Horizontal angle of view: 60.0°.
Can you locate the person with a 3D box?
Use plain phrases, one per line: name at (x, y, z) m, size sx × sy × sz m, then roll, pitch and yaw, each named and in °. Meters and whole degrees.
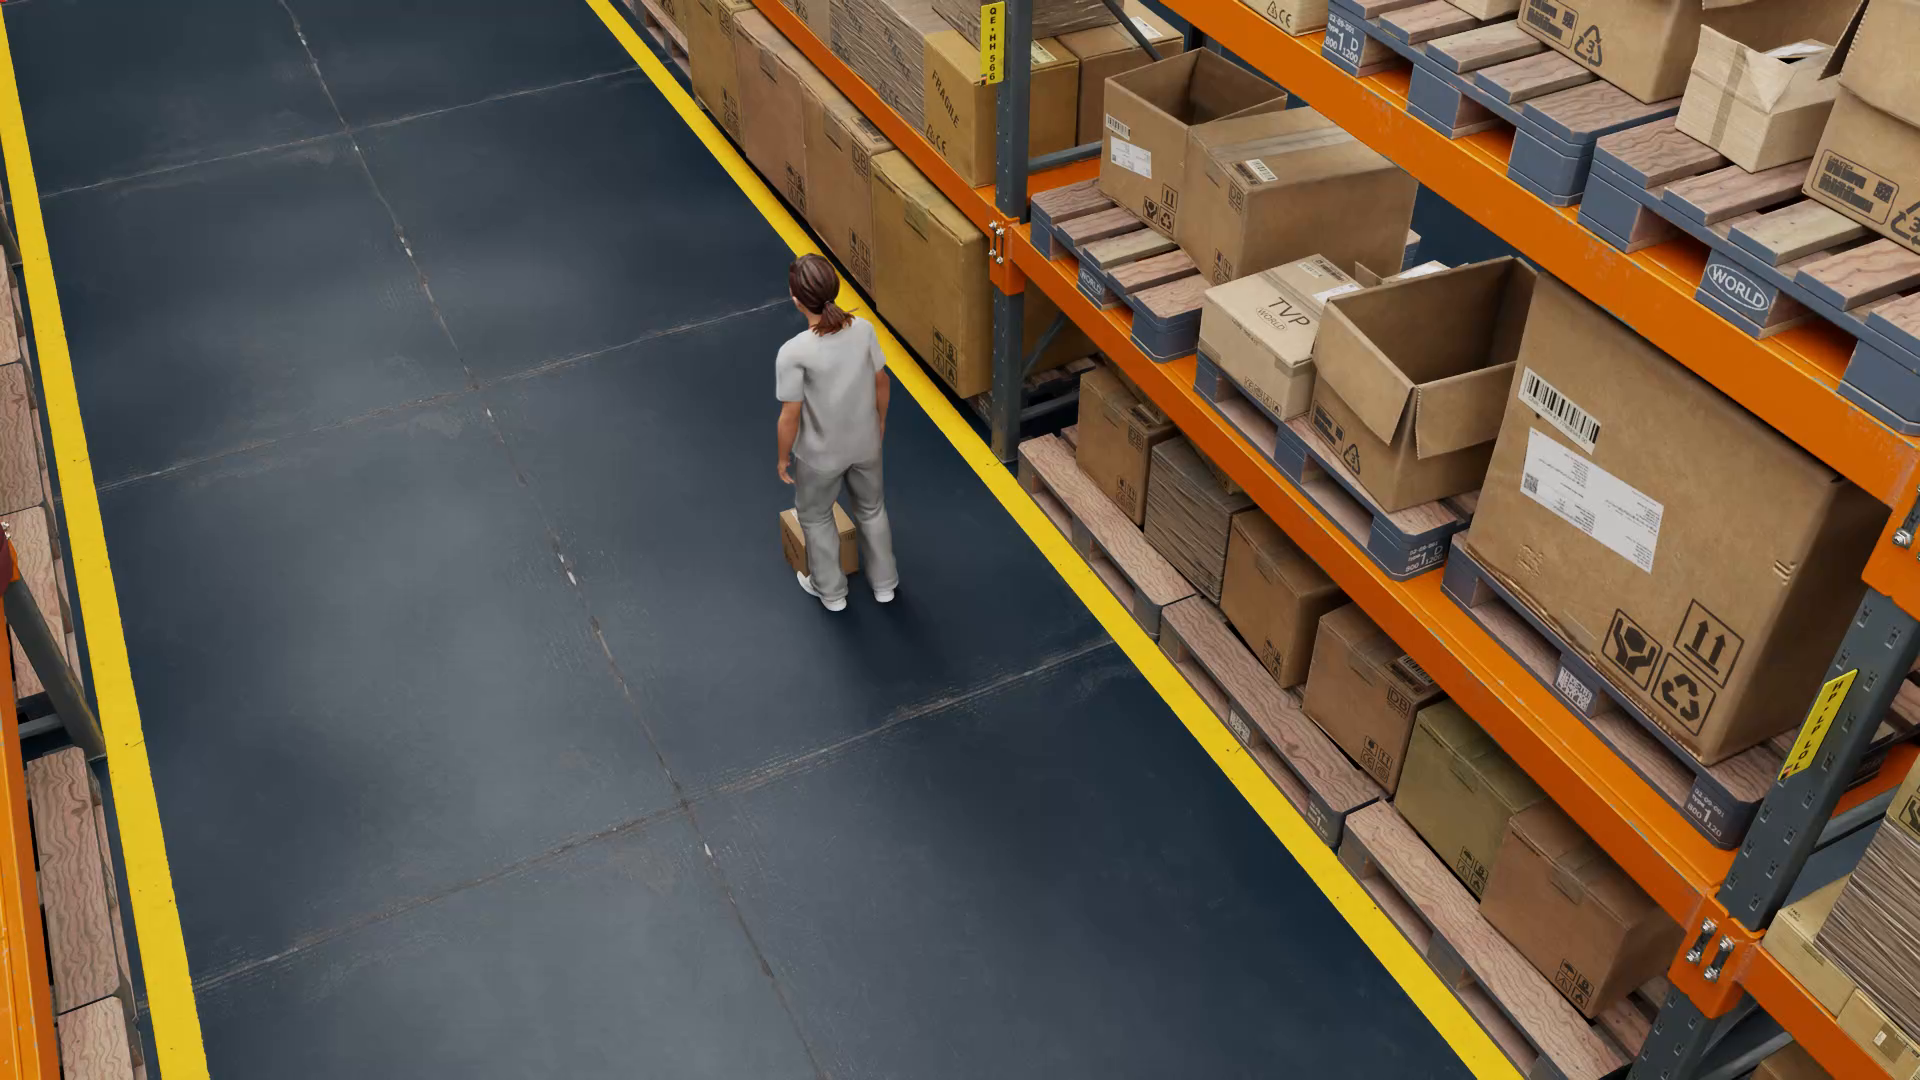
person at (-0.506, -0.397, 6.611) m, size 0.514 × 1.672 × 0.414 m, roll -22°, pitch 46°, yaw -23°
